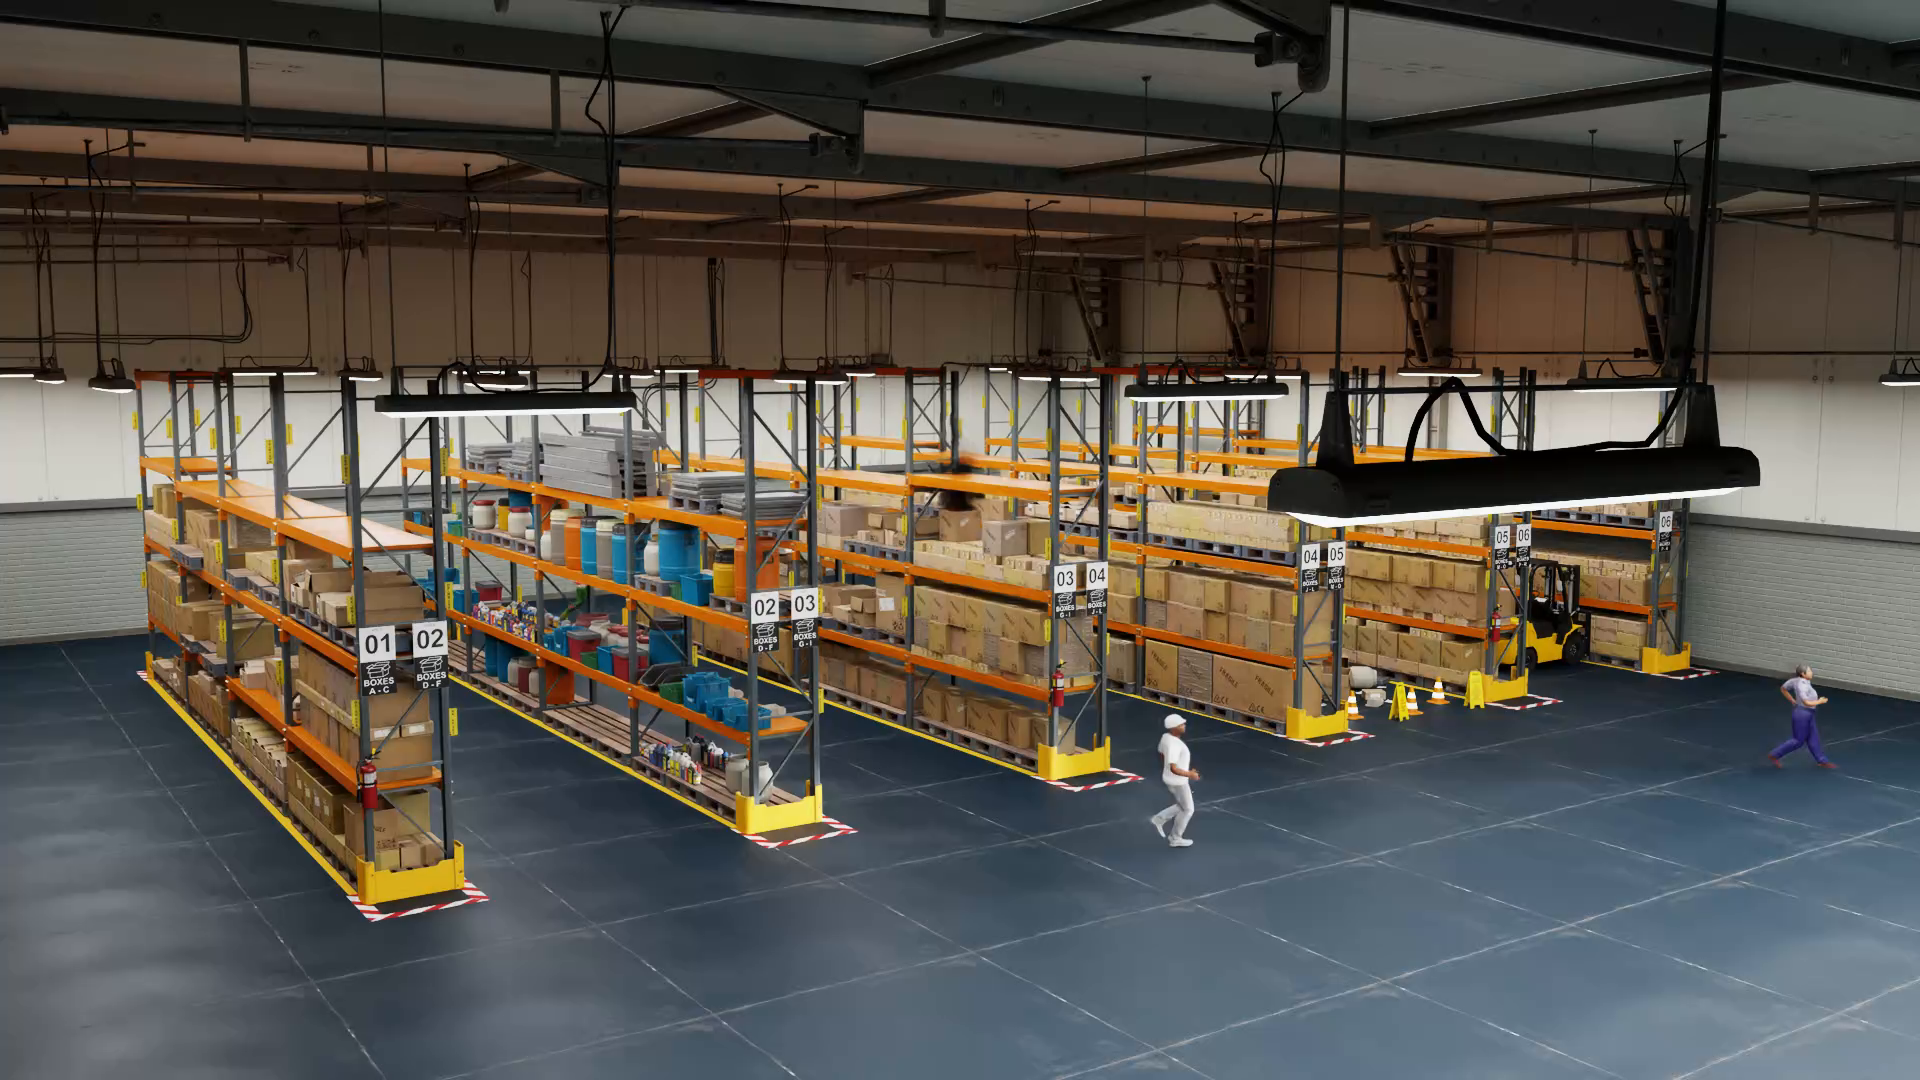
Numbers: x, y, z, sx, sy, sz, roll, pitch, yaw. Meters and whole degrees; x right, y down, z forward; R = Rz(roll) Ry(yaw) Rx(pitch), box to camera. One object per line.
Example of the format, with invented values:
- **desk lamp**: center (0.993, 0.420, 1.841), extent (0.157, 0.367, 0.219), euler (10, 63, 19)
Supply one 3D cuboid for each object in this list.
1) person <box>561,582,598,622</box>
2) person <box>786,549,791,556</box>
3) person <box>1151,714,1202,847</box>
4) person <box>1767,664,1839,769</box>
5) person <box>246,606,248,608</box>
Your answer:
- **person**: center (-8.739, 1.095, 38.525), extent (1.059, 1.784, 0.686), euler (-4, 7, -30)
- **person**: center (-4.031, 1.054, 39.169), extent (0.700, 1.809, 0.737), euler (-3, 7, -23)
- **person**: center (2.764, 3.076, 21.305), extent (0.605, 1.718, 0.697), euler (0, 6, -2)
- **person**: center (12.742, 2.664, 25.070), extent (1.037, 1.602, 0.613), euler (2, 7, 17)
- **person**: center (-14.156, 1.777, 33.604), extent (0.495, 1.537, 0.588), euler (3, 7, 26)
